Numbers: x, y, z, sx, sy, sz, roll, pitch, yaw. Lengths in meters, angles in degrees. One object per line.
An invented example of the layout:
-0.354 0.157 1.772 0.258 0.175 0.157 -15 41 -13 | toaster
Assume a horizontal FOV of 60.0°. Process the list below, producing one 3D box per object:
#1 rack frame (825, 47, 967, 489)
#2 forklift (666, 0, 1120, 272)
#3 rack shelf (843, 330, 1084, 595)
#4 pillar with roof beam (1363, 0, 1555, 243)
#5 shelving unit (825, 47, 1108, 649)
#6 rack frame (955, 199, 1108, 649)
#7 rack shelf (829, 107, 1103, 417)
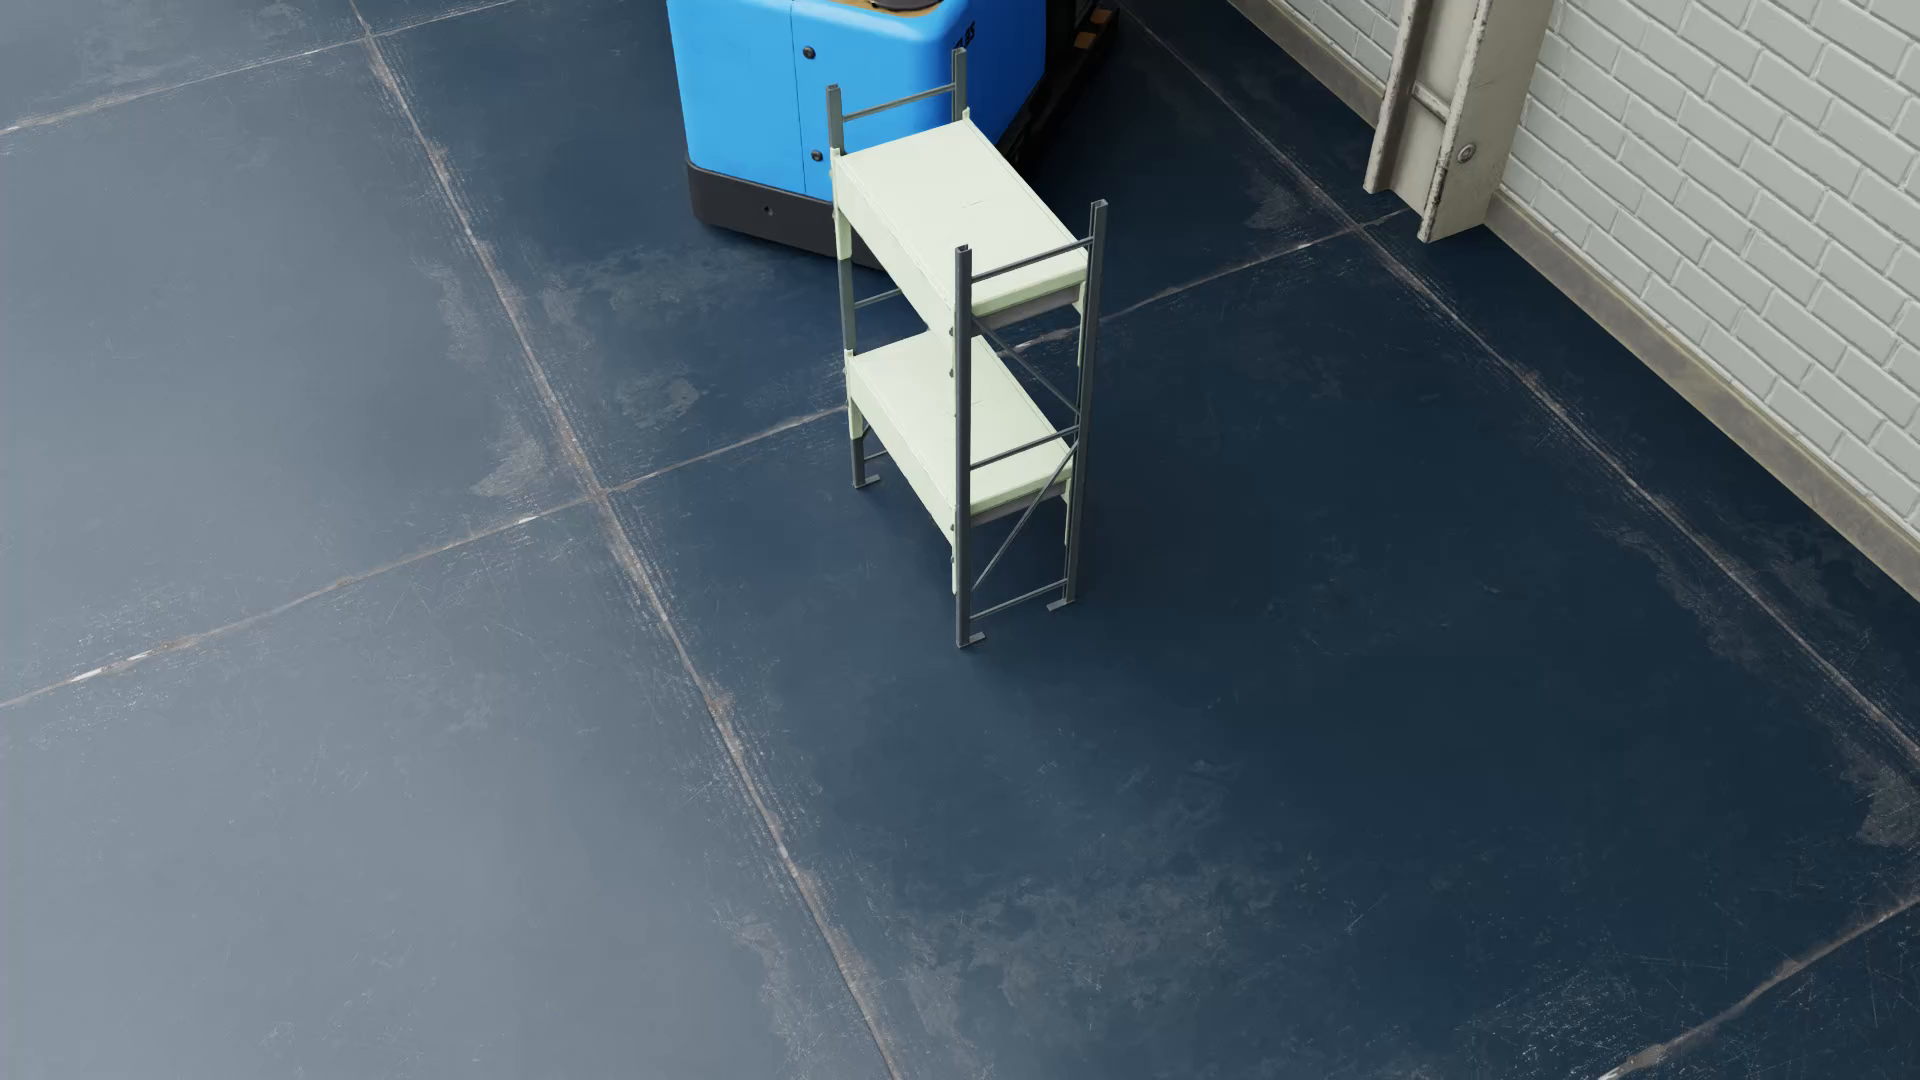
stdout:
-0.164 -0.734 4.896 0.400 1.500 0.023 -21 52 -18 | rack frame
0.028 -3.028 5.951 1.130 2.935 3.031 17 51 15 | forklift
0.003 -0.275 4.927 0.431 0.370 0.720 -21 52 -18 | rack shelf
-2.041 -2.773 1.697 9.100 9.000 0.400 -21 52 -18 | pillar with roof beam
0.003 -0.489 4.682 0.431 1.500 0.755 -21 52 -18 | shelving unit
0.171 -0.244 4.467 0.400 1.500 0.023 -21 52 -18 | rack frame
0.003 -0.746 4.388 0.431 0.370 0.720 -21 52 -18 | rack shelf
